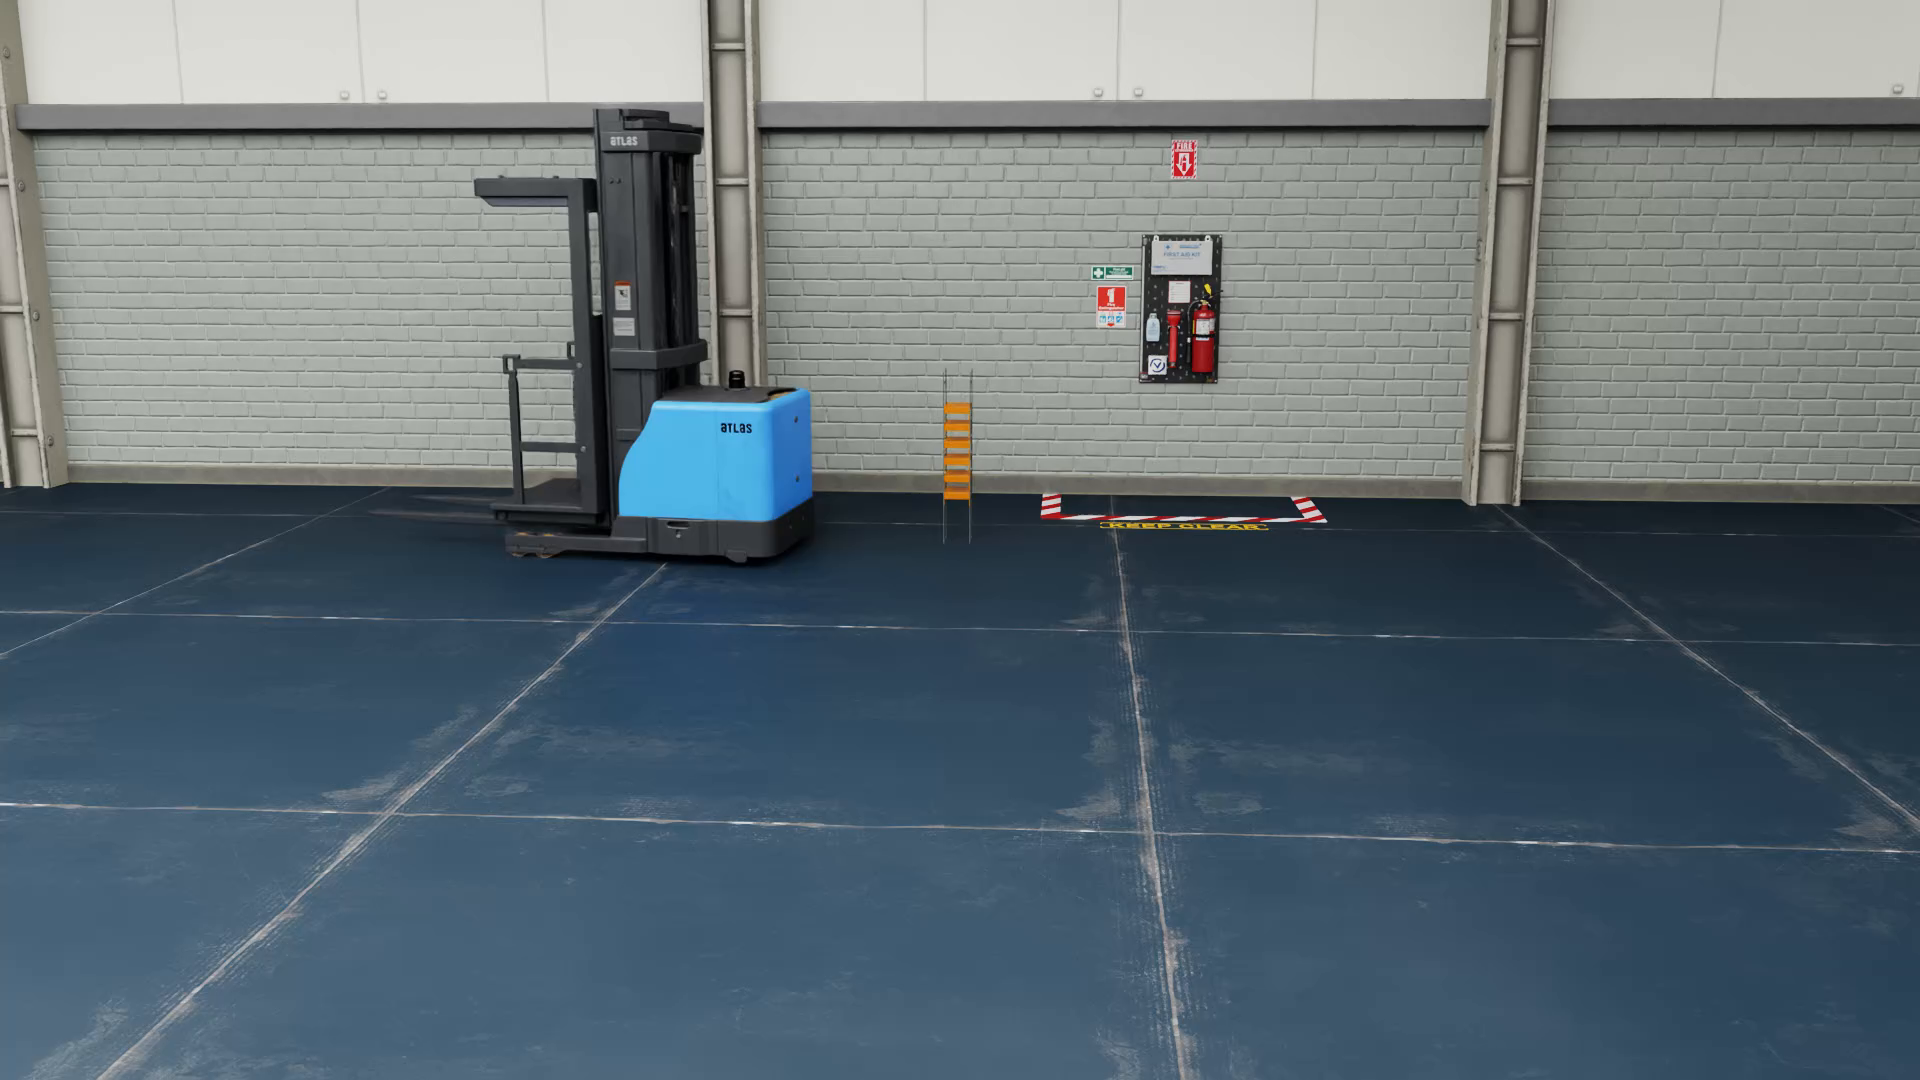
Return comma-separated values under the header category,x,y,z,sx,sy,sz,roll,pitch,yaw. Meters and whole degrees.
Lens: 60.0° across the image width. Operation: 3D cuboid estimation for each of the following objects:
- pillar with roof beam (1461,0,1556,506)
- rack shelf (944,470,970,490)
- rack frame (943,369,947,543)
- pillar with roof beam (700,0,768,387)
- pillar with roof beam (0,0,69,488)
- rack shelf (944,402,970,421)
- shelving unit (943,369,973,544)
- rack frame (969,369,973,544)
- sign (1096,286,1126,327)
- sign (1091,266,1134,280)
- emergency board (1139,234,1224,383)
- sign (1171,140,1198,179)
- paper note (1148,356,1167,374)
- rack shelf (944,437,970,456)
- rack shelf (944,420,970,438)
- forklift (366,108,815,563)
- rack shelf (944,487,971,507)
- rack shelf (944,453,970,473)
category,x,y,z,sx,sy,sz,roll,pitch,yaw
pillar with roof beam,3.924,-3.827,8.084,0.400,9.000,9.100,1,12,4
rack shelf,-0.014,-0.427,11.680,0.180,0.103,0.258,1,12,4
rack frame,-0.106,-0.589,11.652,0.006,1.200,0.240,1,12,4
pillar with roof beam,-2.063,-3.909,8.477,0.400,9.000,9.100,1,12,4
pillar with roof beam,-8.049,-3.991,8.869,0.400,9.000,9.100,1,12,4
rack shelf,-0.014,-0.896,11.582,0.180,0.103,0.258,1,12,4
shelving unit,-0.014,-0.587,11.646,0.189,1.200,0.258,1,12,4
rack frame,0.077,-0.586,11.640,0.006,1.200,0.240,1,12,4
sign,1.204,-1.858,13.235,0.234,0.329,0.001,1,12,4
sign,1.208,-2.115,13.172,0.331,0.109,0.001,1,12,4
emergency board,1.748,-1.811,13.102,0.643,1.169,0.194,1,12,4
sign,1.747,-2.967,12.962,0.199,0.298,0.001,1,12,4
paper note,1.576,-1.397,13.271,0.142,0.148,0.016,1,12,4
rack shelf,-0.014,-0.661,11.631,0.180,0.103,0.258,1,12,4
rack shelf,-0.014,-0.779,11.606,0.180,0.103,0.258,1,12,4
forklift,-2.598,-1.413,11.365,3.031,2.935,1.130,2,12,11
rack shelf,-0.014,-0.309,11.704,0.180,0.103,0.258,1,12,4
rack shelf,-0.014,-0.544,11.655,0.180,0.103,0.258,1,12,4
